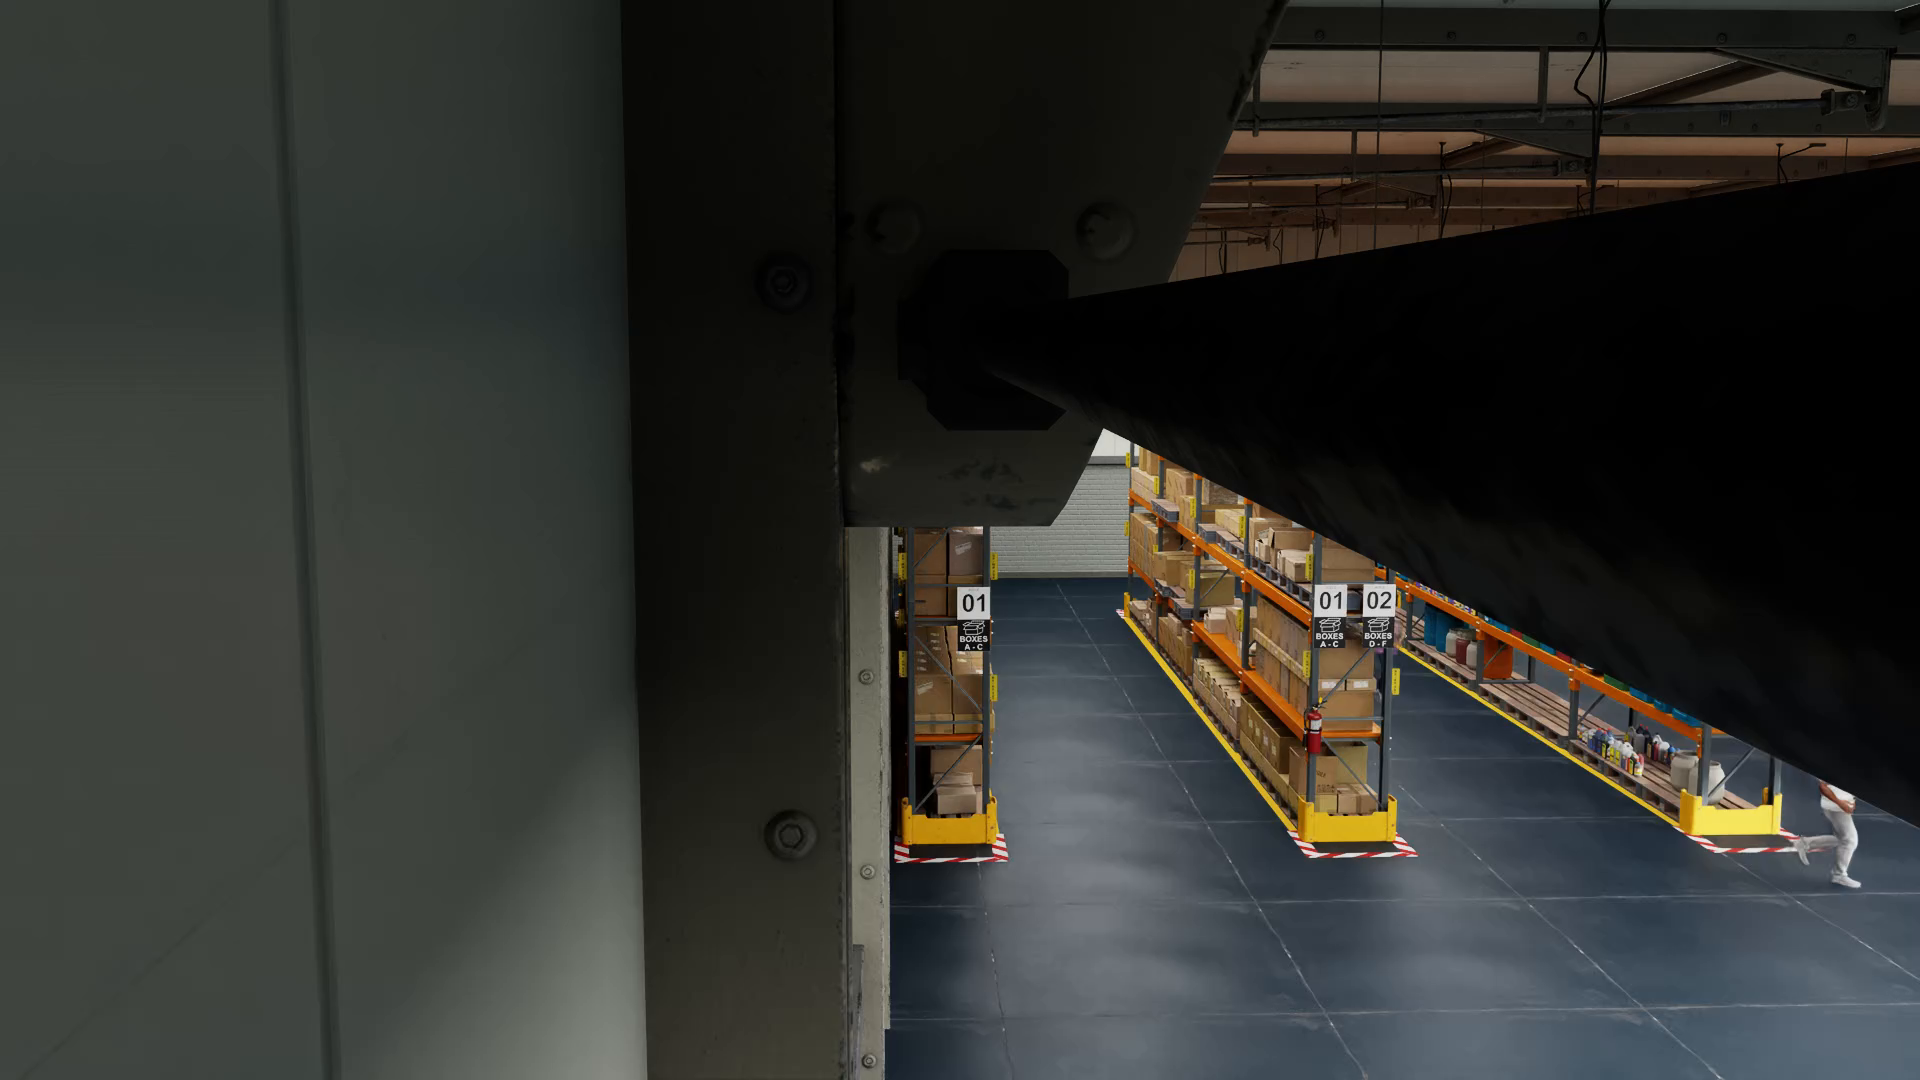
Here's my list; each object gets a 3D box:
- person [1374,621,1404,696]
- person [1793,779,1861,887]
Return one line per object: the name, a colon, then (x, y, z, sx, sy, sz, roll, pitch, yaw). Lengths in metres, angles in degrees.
person: (7.241, 1.954, 28.148, 0.525, 1.622, 0.715, -1, 7, -10)
person: (9.996, 3.053, 19.084, 0.745, 1.738, 0.735, 5, 9, 36)
